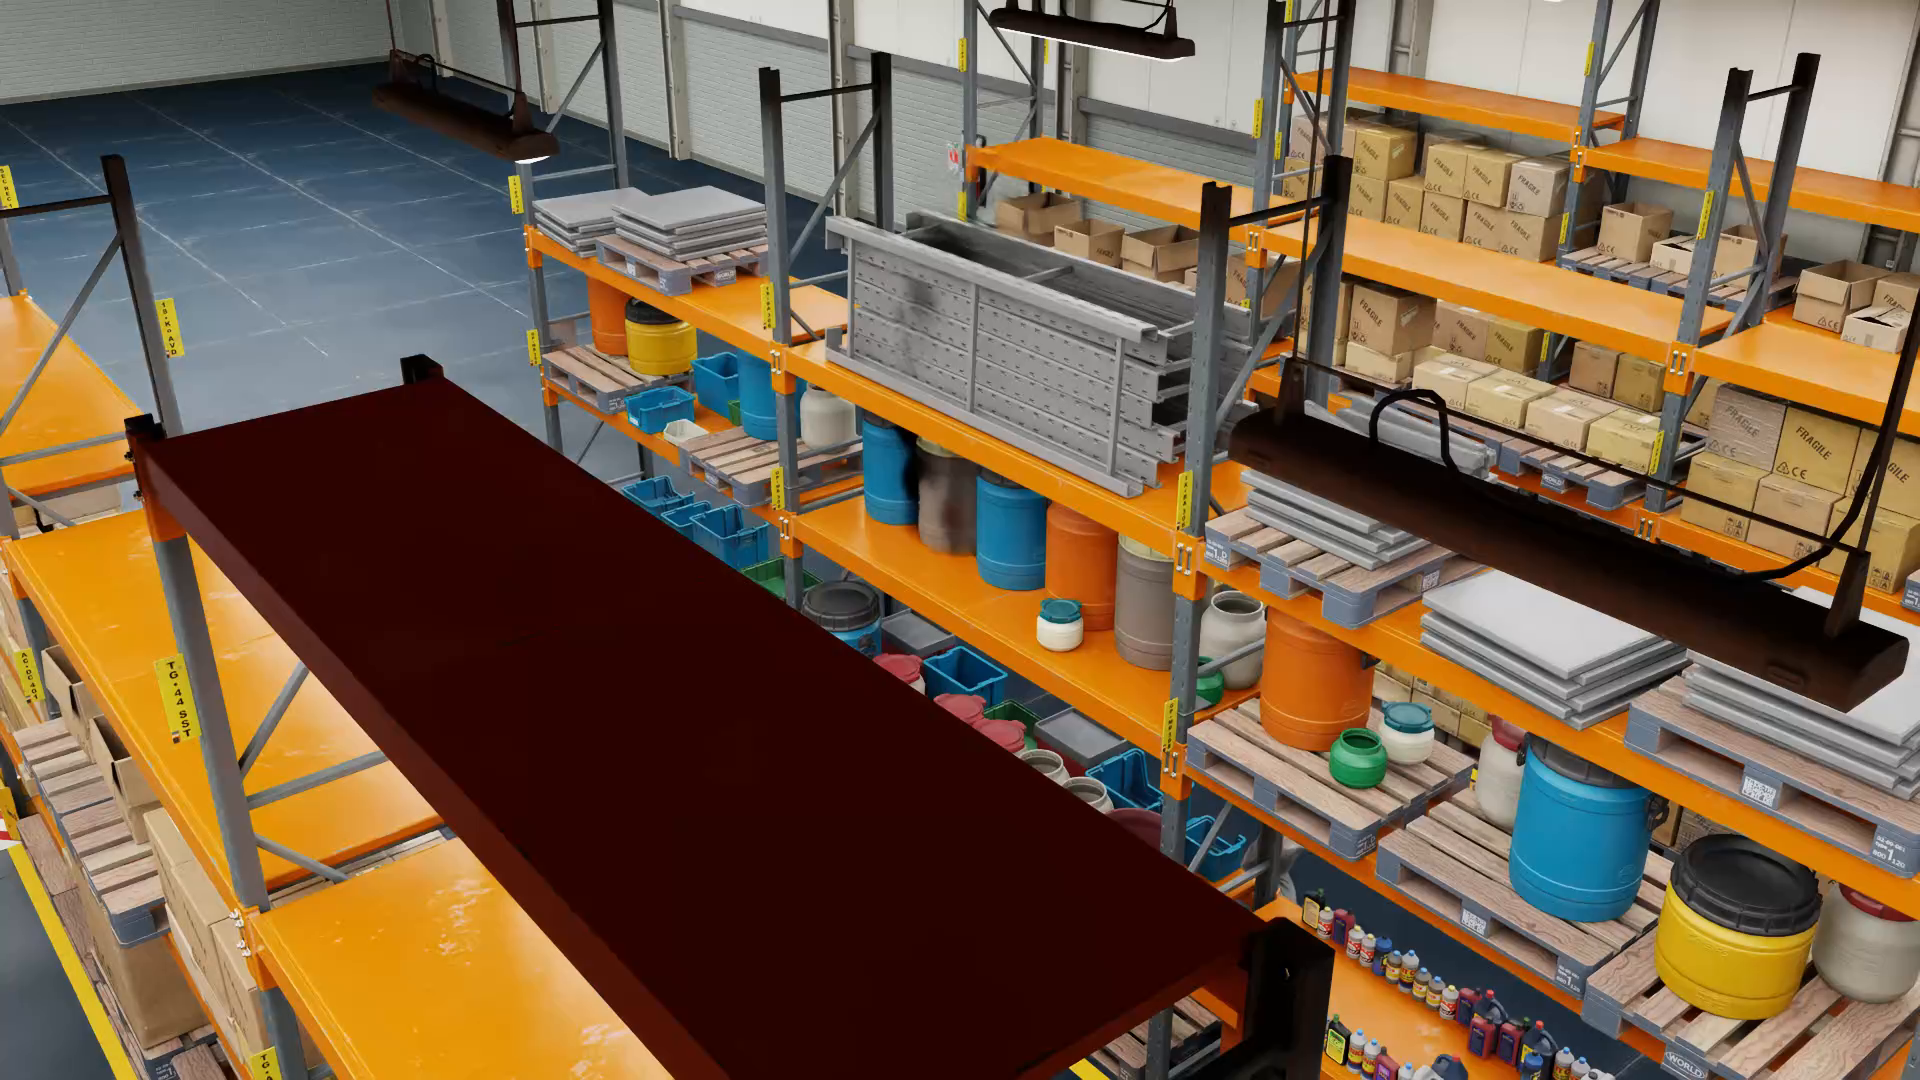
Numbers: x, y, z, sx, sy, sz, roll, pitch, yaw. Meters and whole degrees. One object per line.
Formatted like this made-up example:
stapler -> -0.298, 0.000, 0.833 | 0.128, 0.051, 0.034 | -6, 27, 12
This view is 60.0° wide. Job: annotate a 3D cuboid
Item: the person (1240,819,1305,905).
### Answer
person -> 2.281, 2.128, 12.002 | 0.623, 1.665, 0.542 | -21, 33, -36
